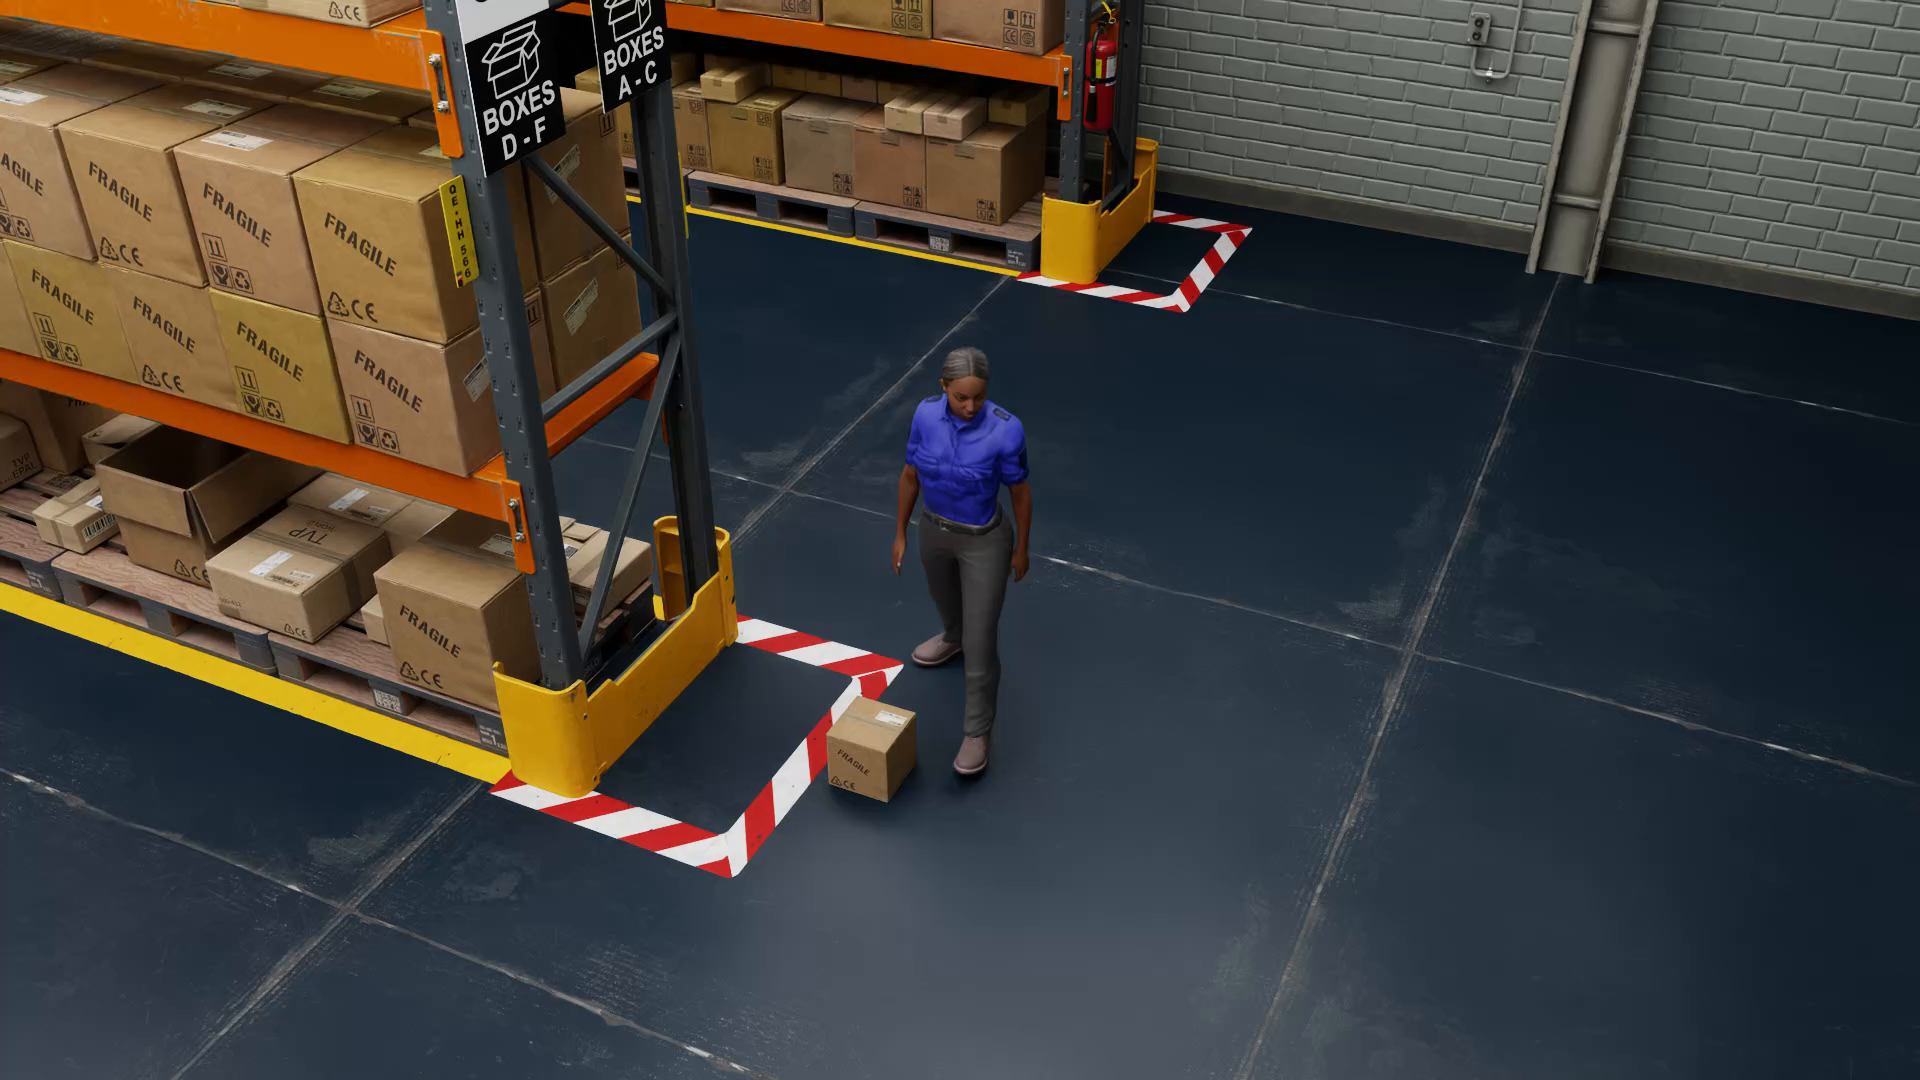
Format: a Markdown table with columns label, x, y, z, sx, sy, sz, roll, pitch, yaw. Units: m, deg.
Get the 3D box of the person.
| label | x | y | z | sx | sy | sz | roll | pitch | yaw |
| --- | --- | --- | --- | --- | --- | --- | --- | --- | --- |
| person | -0.022 | -0.019 | 6.186 | 0.590 | 1.633 | 0.770 | 17 | 37 | 24 |
